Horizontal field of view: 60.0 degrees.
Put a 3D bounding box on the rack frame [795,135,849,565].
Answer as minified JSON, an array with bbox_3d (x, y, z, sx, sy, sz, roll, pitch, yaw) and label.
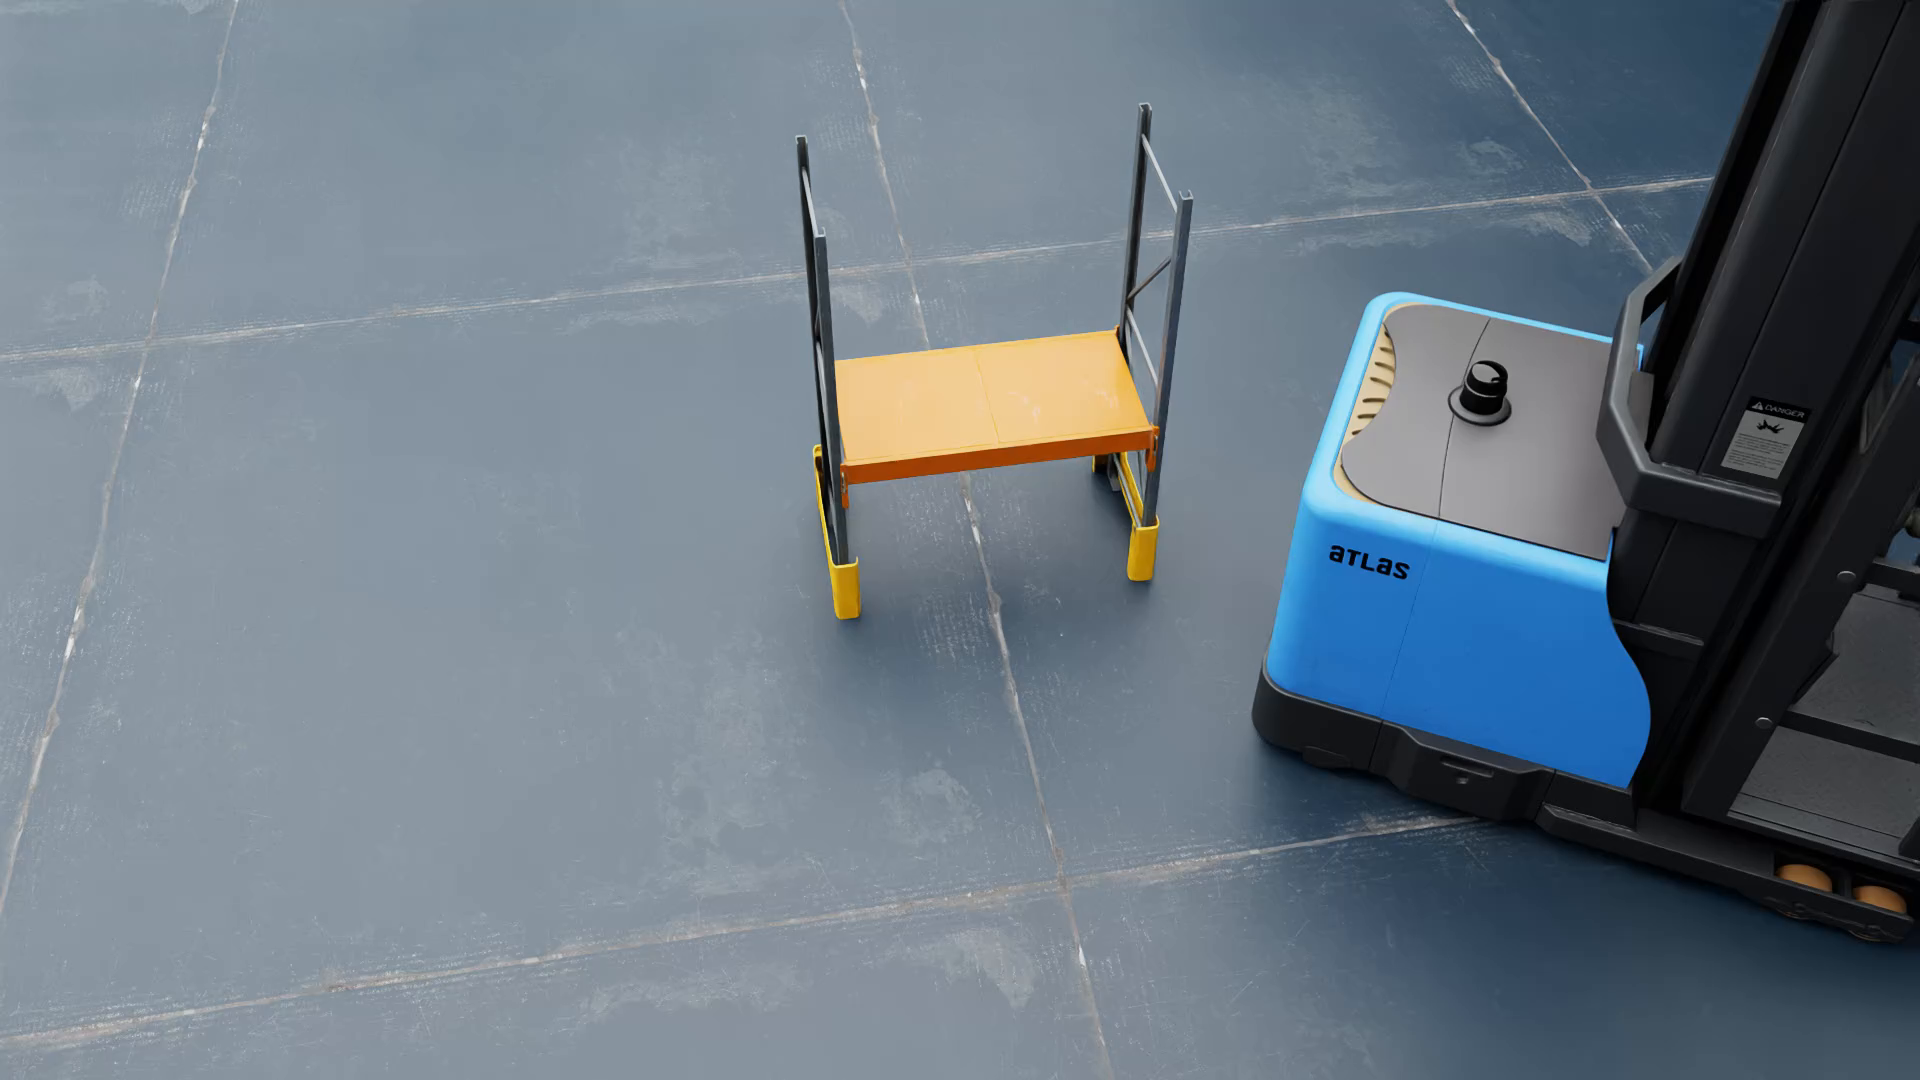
[{"bbox_3d":[-0.417,-0.468,5.160,0.032,1.500,0.500,-7,46,-7],"label":"rack frame"}]

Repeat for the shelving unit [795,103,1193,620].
[{"bbox_3d":[0.075,-0.530,5.219,1.083,1.500,0.587,-7,46,-7],"label":"shelving unit"}]

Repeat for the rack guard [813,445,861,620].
[{"bbox_3d":[-0.416,-0.035,5.610,0.087,0.250,0.587,-7,46,-7],"label":"rack guard"}]

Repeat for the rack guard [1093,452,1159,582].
[{"bbox_3d":[0.566,-0.157,5.728,0.087,0.250,0.587,-7,46,-7],"label":"rack guard"}]

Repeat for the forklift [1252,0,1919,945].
[{"bbox_3d":[2.469,-0.330,4.032,3.031,2.935,1.130,16,48,14],"label":"forklift"}]

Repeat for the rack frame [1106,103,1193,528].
[{"bbox_3d":[0.585,-0.593,5.280,0.032,1.500,0.500,-7,46,-7],"label":"rack frame"}]

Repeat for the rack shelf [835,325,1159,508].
[{"bbox_3d":[0.084,-0.406,5.350,1.000,0.185,0.538,-7,46,-7],"label":"rack shelf"}]
